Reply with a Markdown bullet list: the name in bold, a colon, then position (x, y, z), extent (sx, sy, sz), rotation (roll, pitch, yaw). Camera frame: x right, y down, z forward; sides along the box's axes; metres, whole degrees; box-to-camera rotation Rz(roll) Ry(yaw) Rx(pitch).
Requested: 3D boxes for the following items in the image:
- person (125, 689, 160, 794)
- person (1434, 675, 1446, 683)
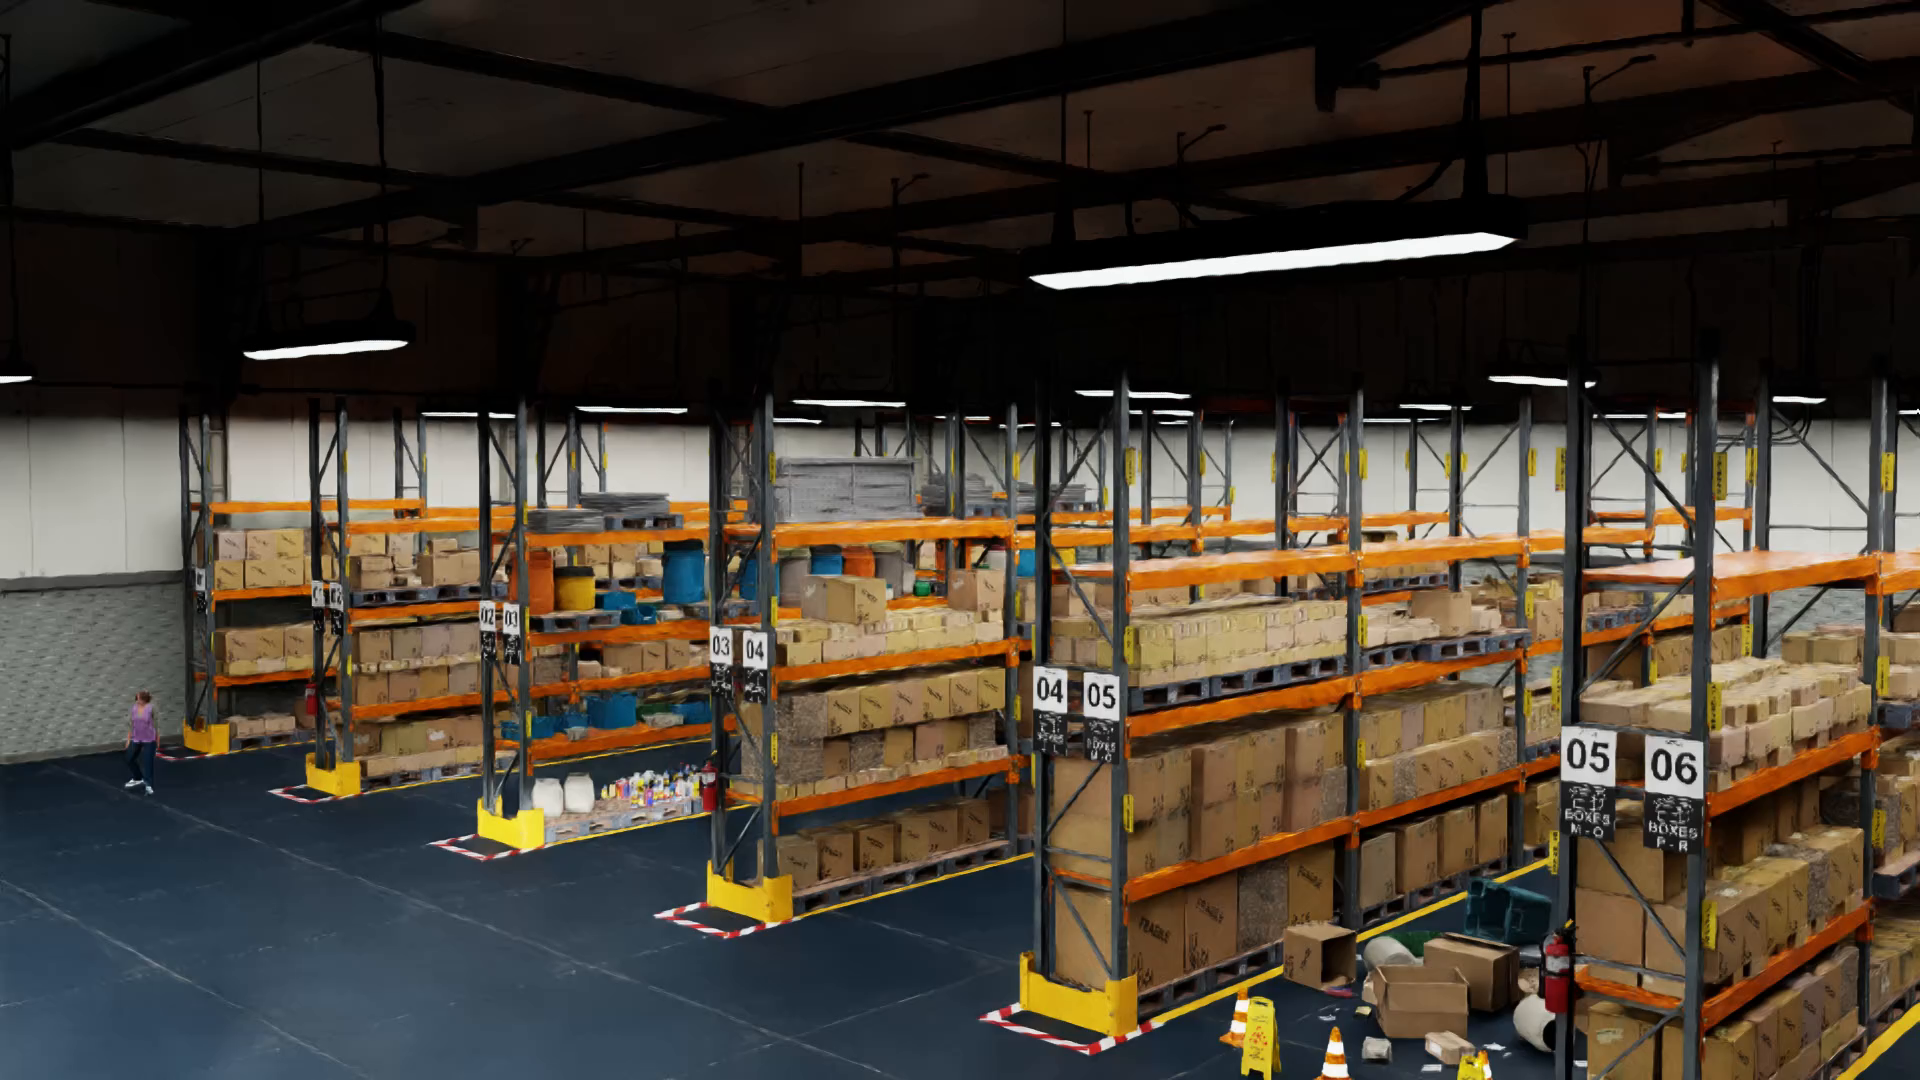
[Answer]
- **person**: position (-12.440, 3.041, 25.229), extent (0.583, 1.588, 0.471), rotation (0, 3, -2)
- **person**: position (7.615, 2.951, 26.218), extent (0.682, 1.676, 0.529), rotation (3, 4, 41)
